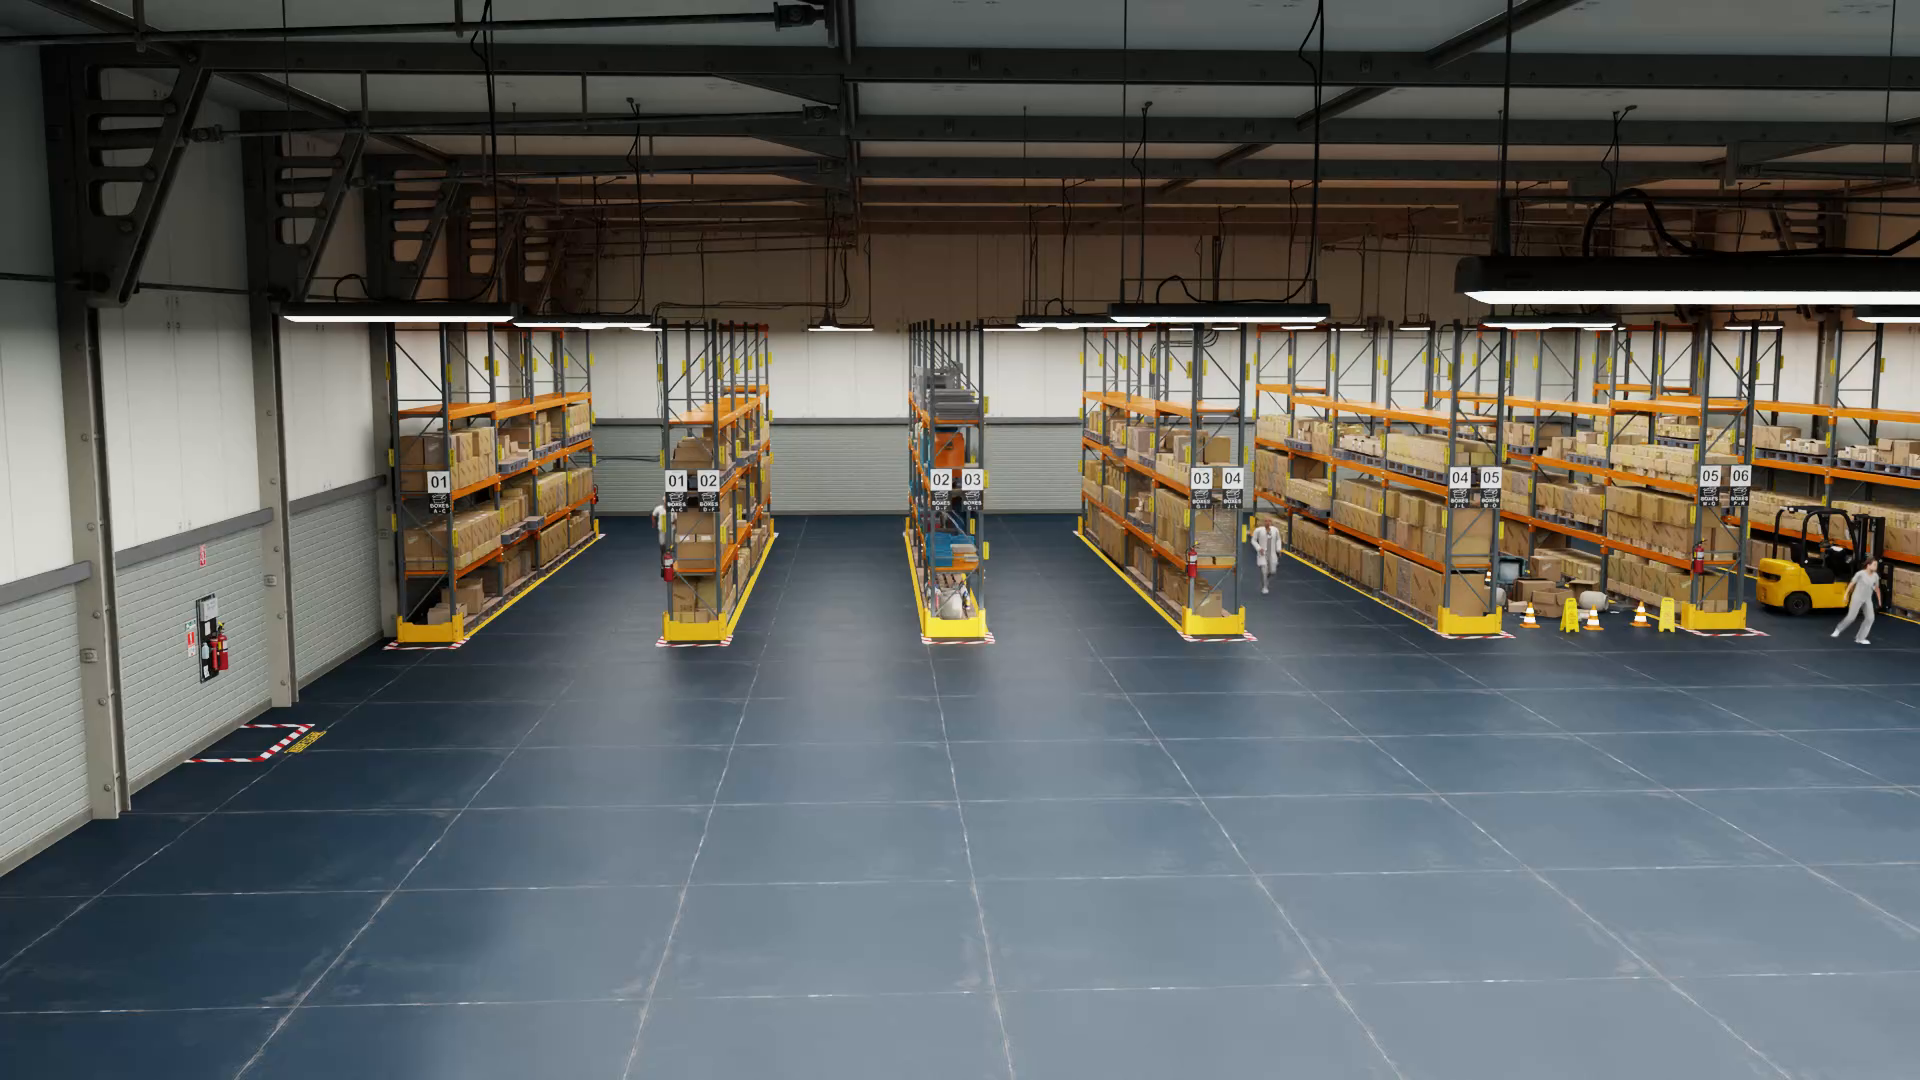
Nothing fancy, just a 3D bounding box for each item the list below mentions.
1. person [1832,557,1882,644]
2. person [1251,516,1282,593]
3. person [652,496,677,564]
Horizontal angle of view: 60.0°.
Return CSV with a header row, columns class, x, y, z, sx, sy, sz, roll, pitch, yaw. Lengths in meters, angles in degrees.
class,x,y,z,sx,sy,sz,roll,pitch,yaw
person,16.725,1.103,30.976,0.639,1.611,0.703,-1,7,-7
person,6.803,0.319,36.910,0.701,1.724,0.658,-1,7,-10
person,-7.314,-0.258,41.340,0.697,1.721,0.637,-1,7,-8
